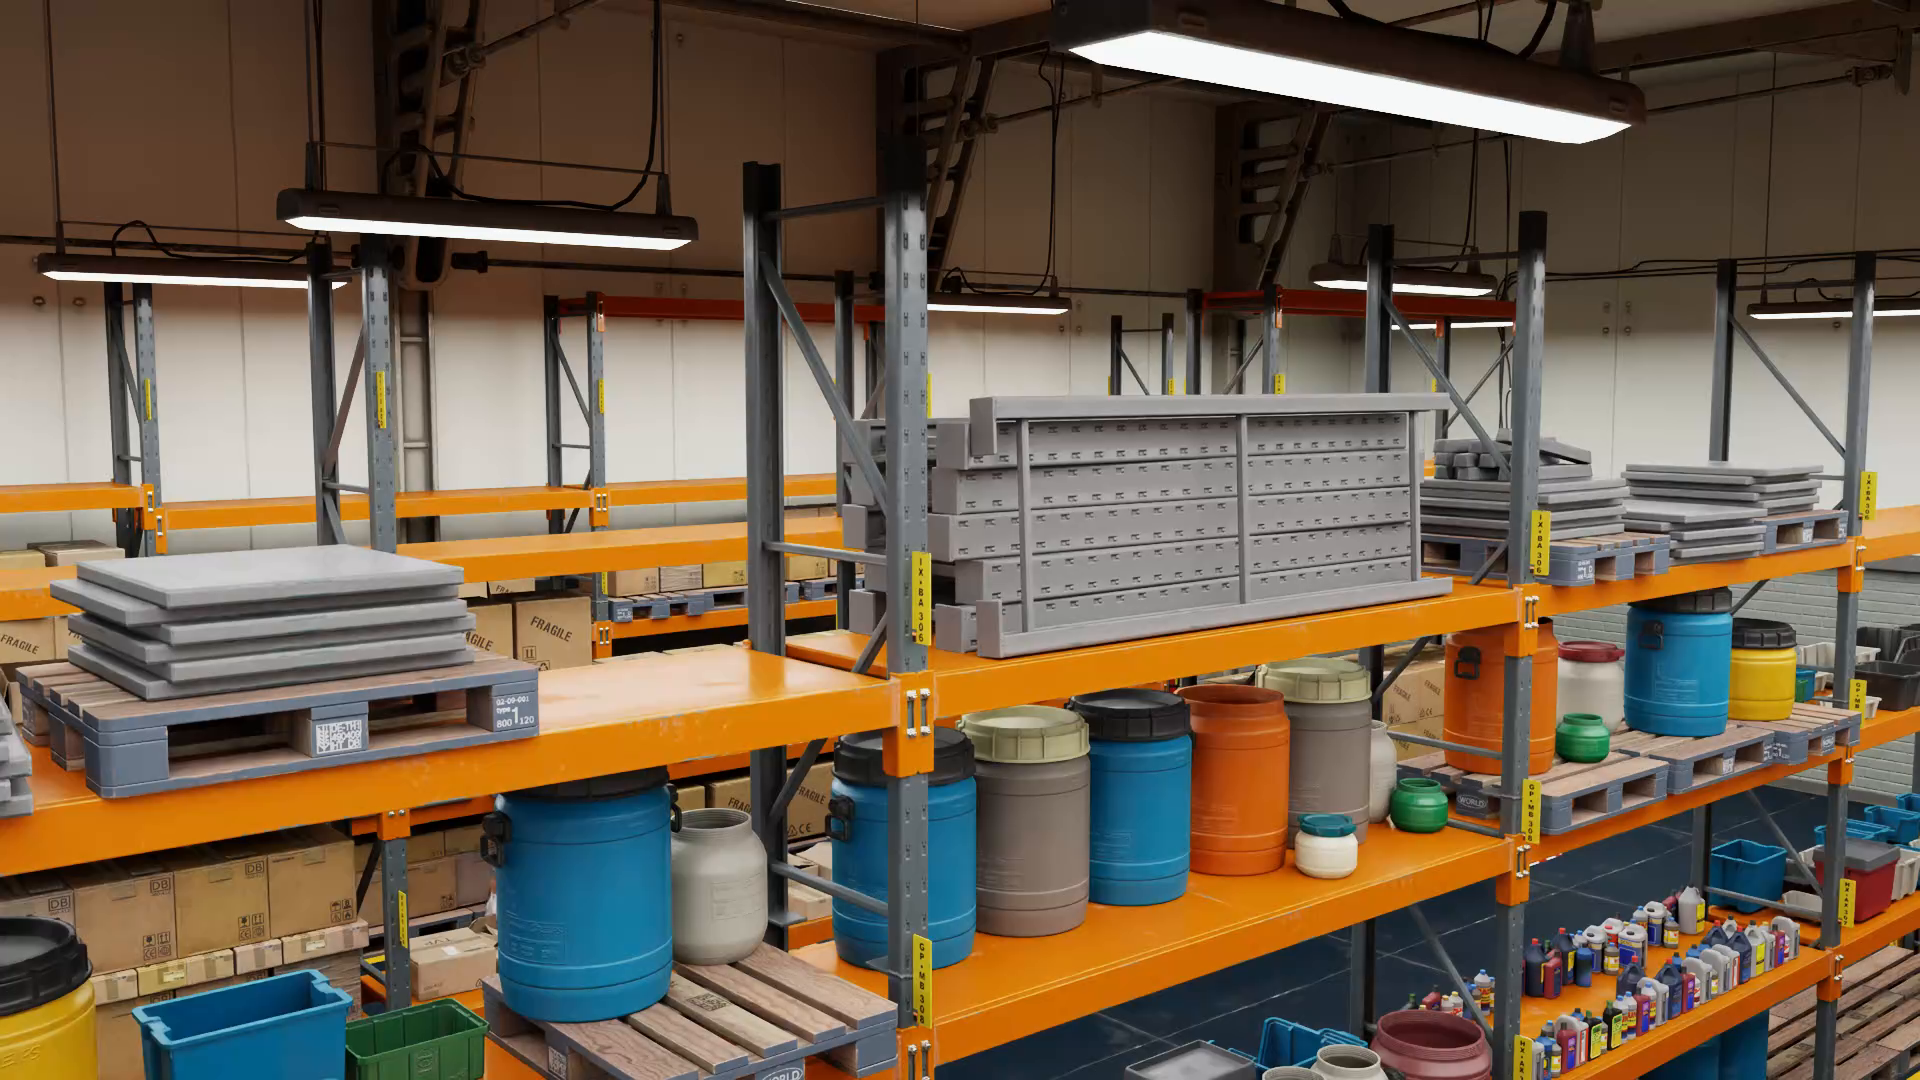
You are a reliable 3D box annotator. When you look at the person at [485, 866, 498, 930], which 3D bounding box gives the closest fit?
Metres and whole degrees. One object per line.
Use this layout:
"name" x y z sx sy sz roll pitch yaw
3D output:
"person" -3.337 3.165 12.548 0.651 1.654 0.649 -5 8 -45
